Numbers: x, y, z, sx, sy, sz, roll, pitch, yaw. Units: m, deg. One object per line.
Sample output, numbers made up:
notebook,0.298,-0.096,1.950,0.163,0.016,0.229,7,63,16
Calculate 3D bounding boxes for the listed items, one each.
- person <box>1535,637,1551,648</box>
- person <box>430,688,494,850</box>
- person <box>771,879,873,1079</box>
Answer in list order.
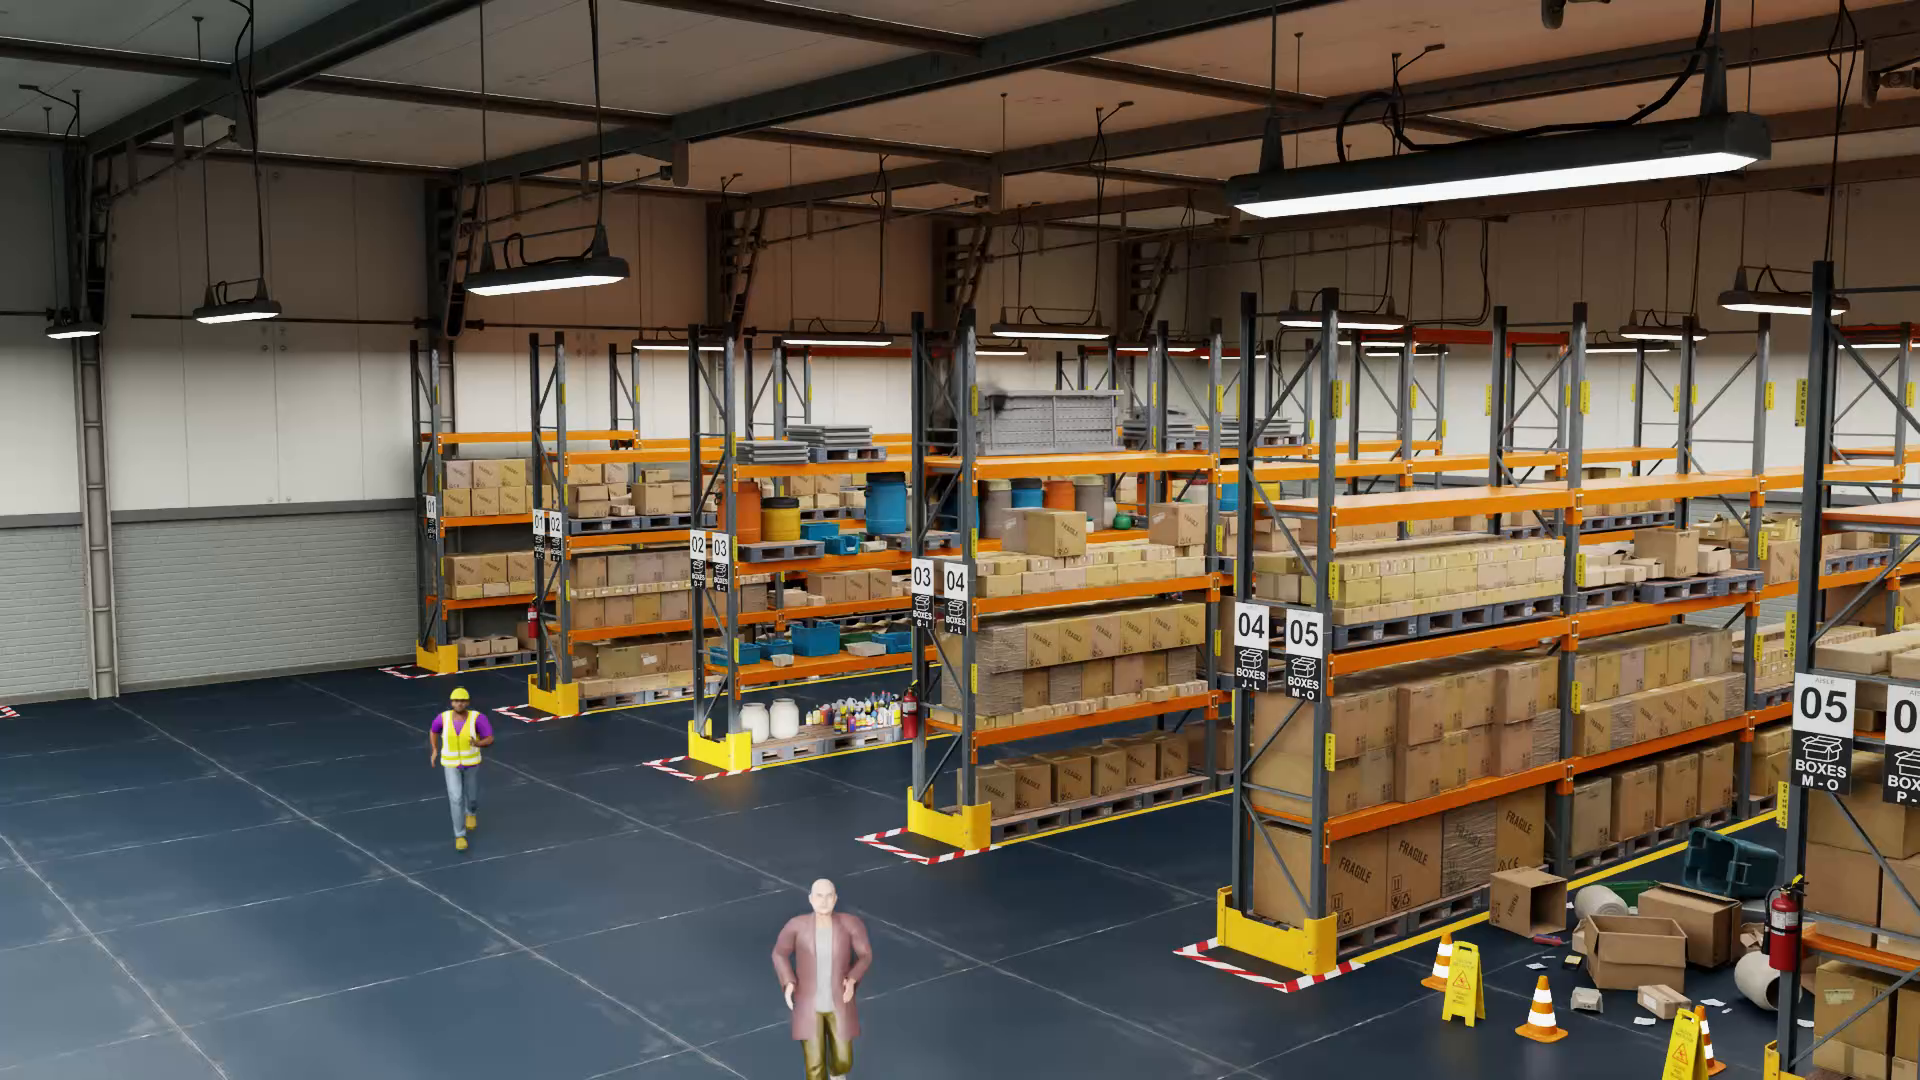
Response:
person,8.279,2.167,23.599,0.607,1.658,0.849,5,7,44
person,-5.608,2.523,18.745,0.701,1.750,0.981,-1,5,-15
person,-0.963,3.225,11.648,0.712,1.730,0.754,-1,5,-6
